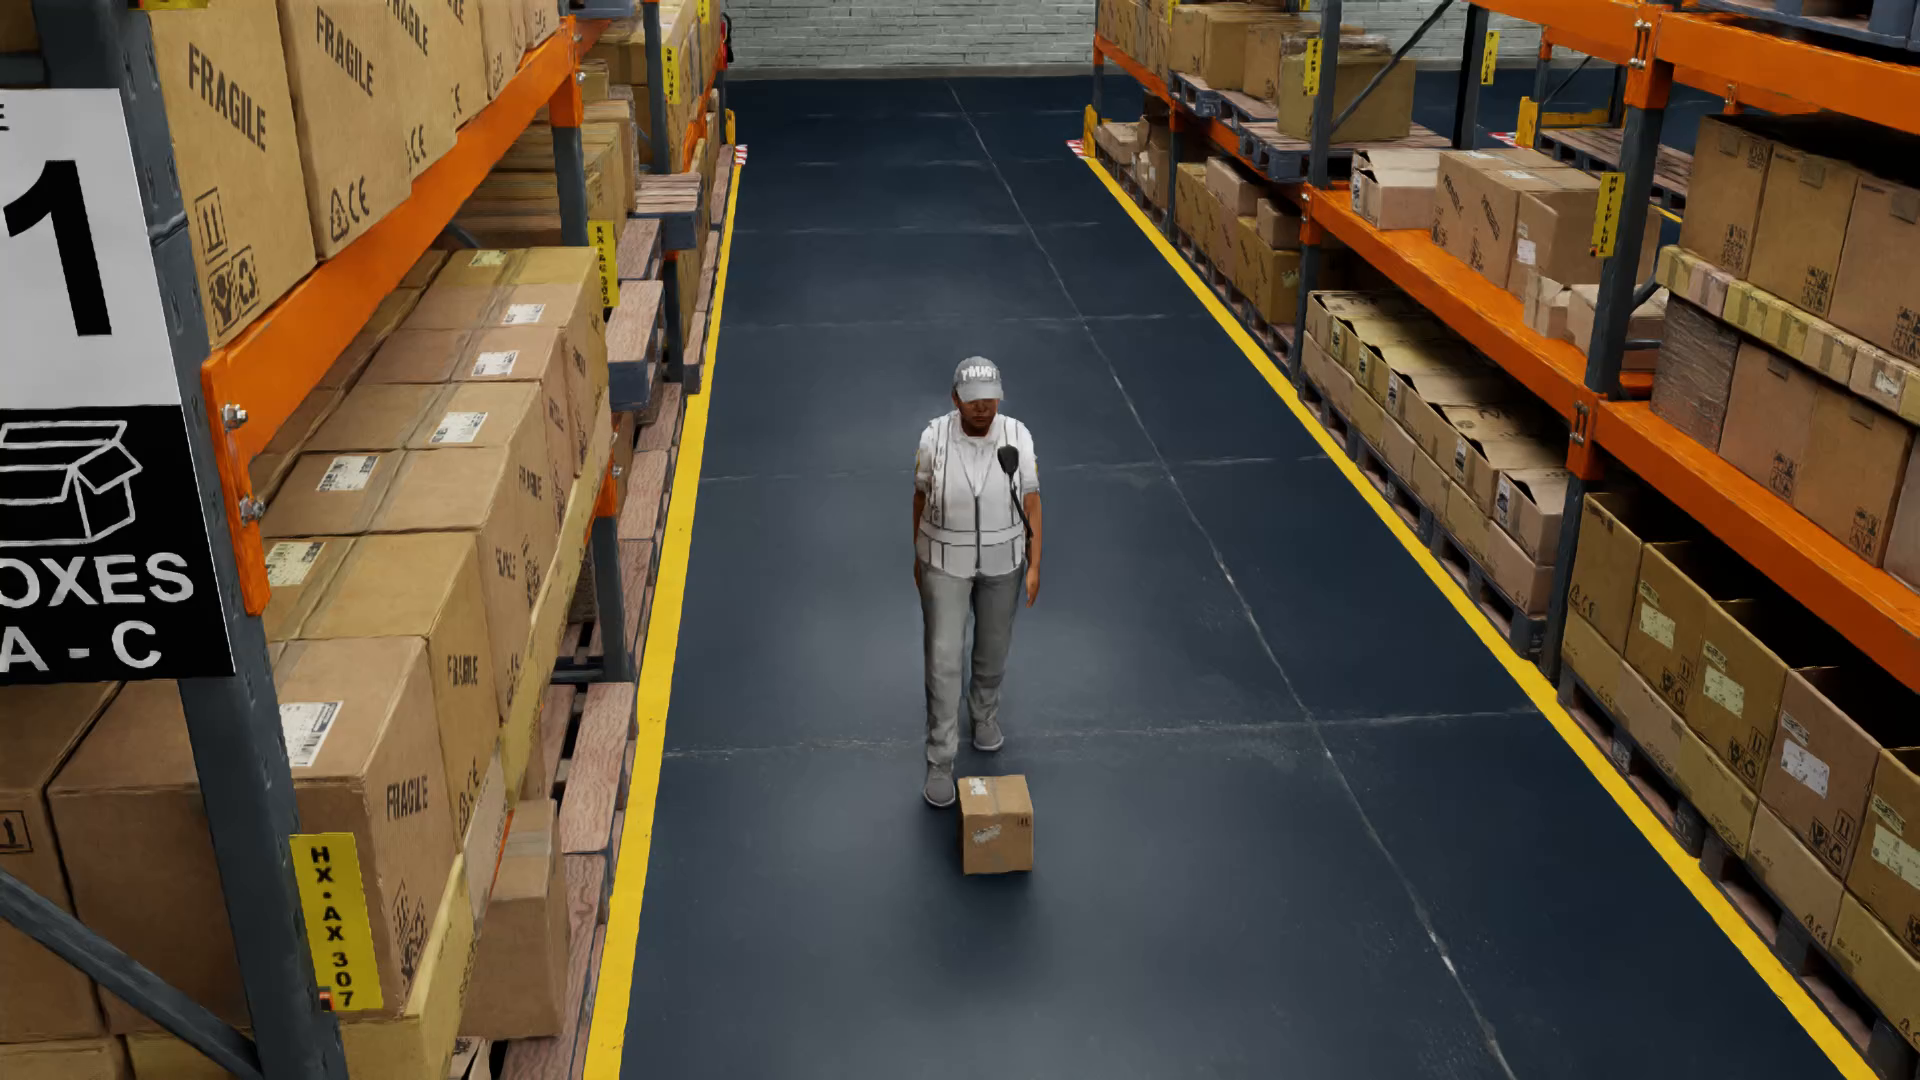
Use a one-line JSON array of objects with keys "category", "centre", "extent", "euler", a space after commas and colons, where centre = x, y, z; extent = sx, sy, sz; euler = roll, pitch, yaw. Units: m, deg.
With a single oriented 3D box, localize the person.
[{"category": "person", "centre": [0.075, 0.121, 6.291], "extent": [0.489, 1.655, 0.667], "euler": [-3, 24, -6]}]
